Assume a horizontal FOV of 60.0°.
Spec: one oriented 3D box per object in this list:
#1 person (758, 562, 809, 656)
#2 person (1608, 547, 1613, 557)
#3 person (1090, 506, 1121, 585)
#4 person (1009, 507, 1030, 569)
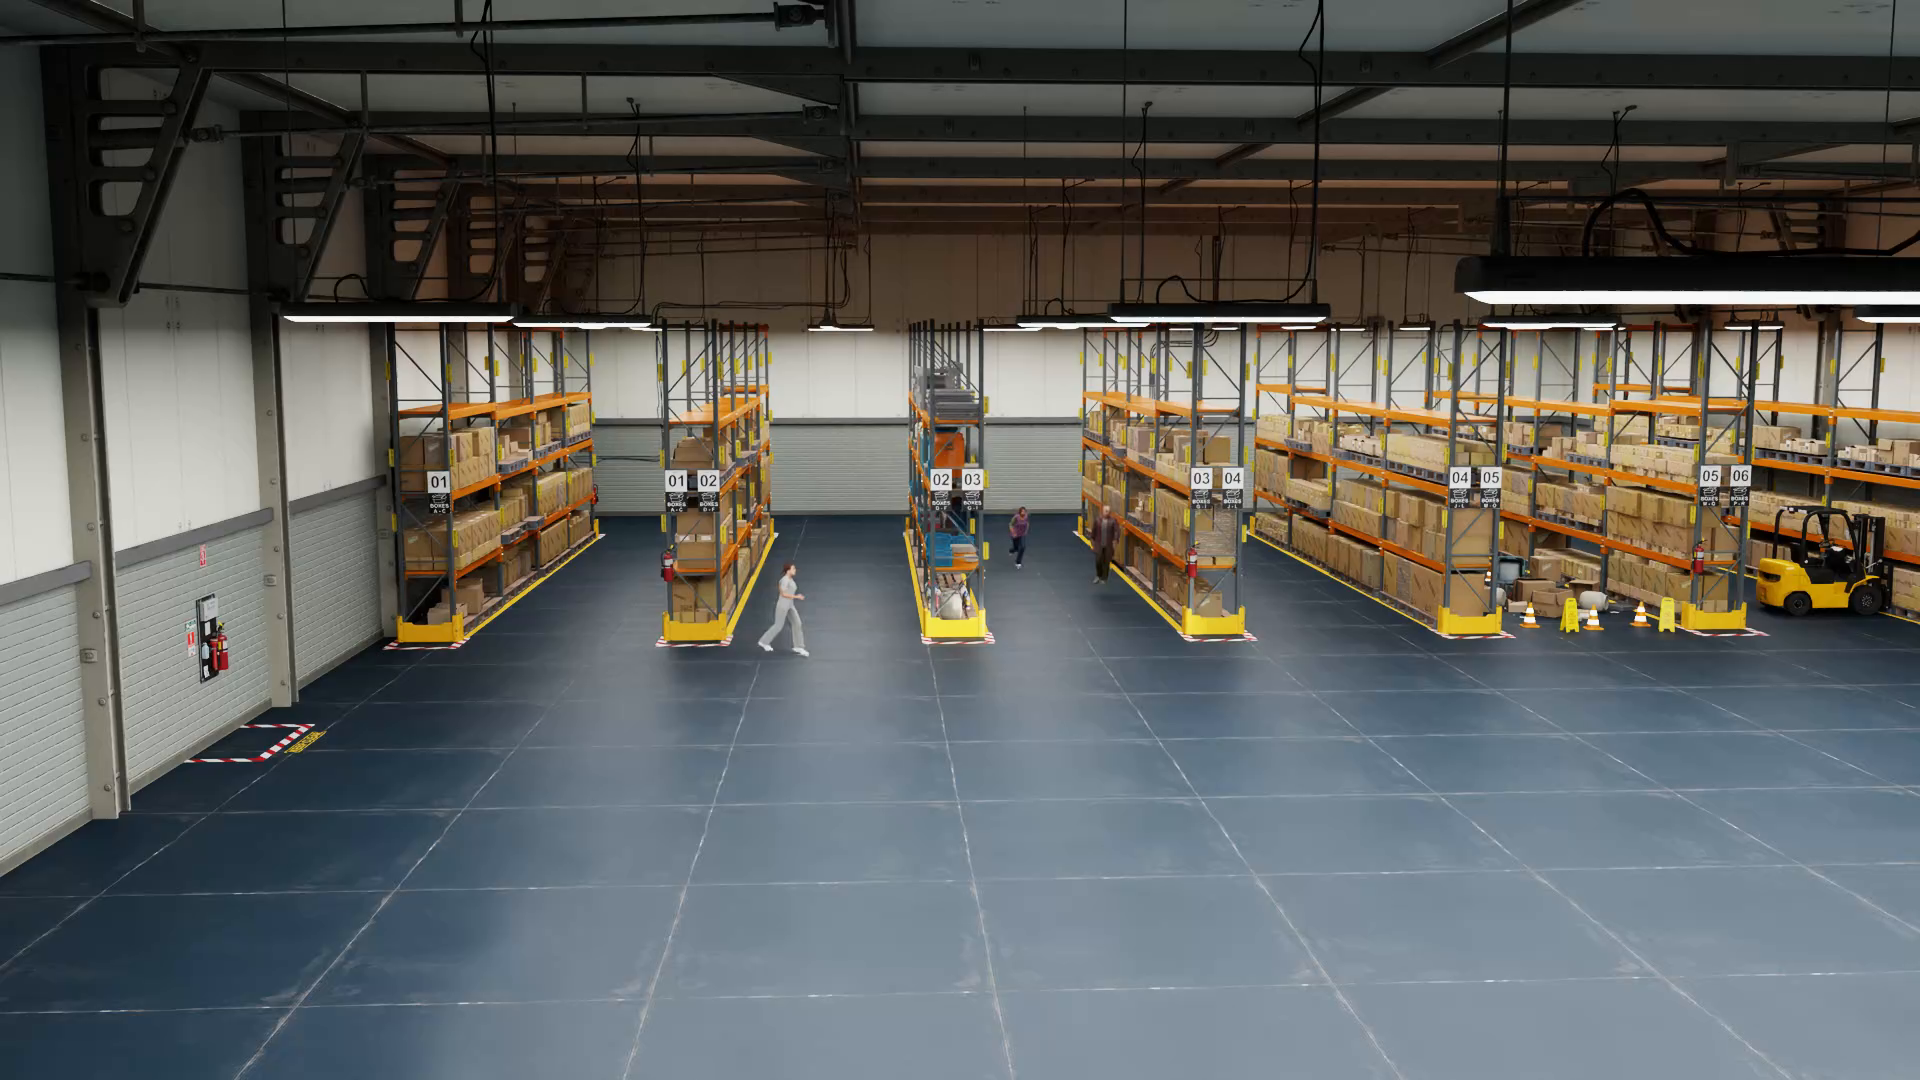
[{"bbox_3d":[-3.168,1.228,29.763,0.937,1.687,0.507,2,7,15],"label":"person"},{"bbox_3d":[16.808,-0.350,42.446,0.666,1.708,1.002,-2,7,-17],"label":"person"},{"bbox_3d":[3.134,0.127,35.992,0.712,1.756,0.814,1,7,11],"label":"person"},{"bbox_3d":[1.422,0.011,41.099,0.540,1.358,0.828,-3,8,-25],"label":"person"}]
